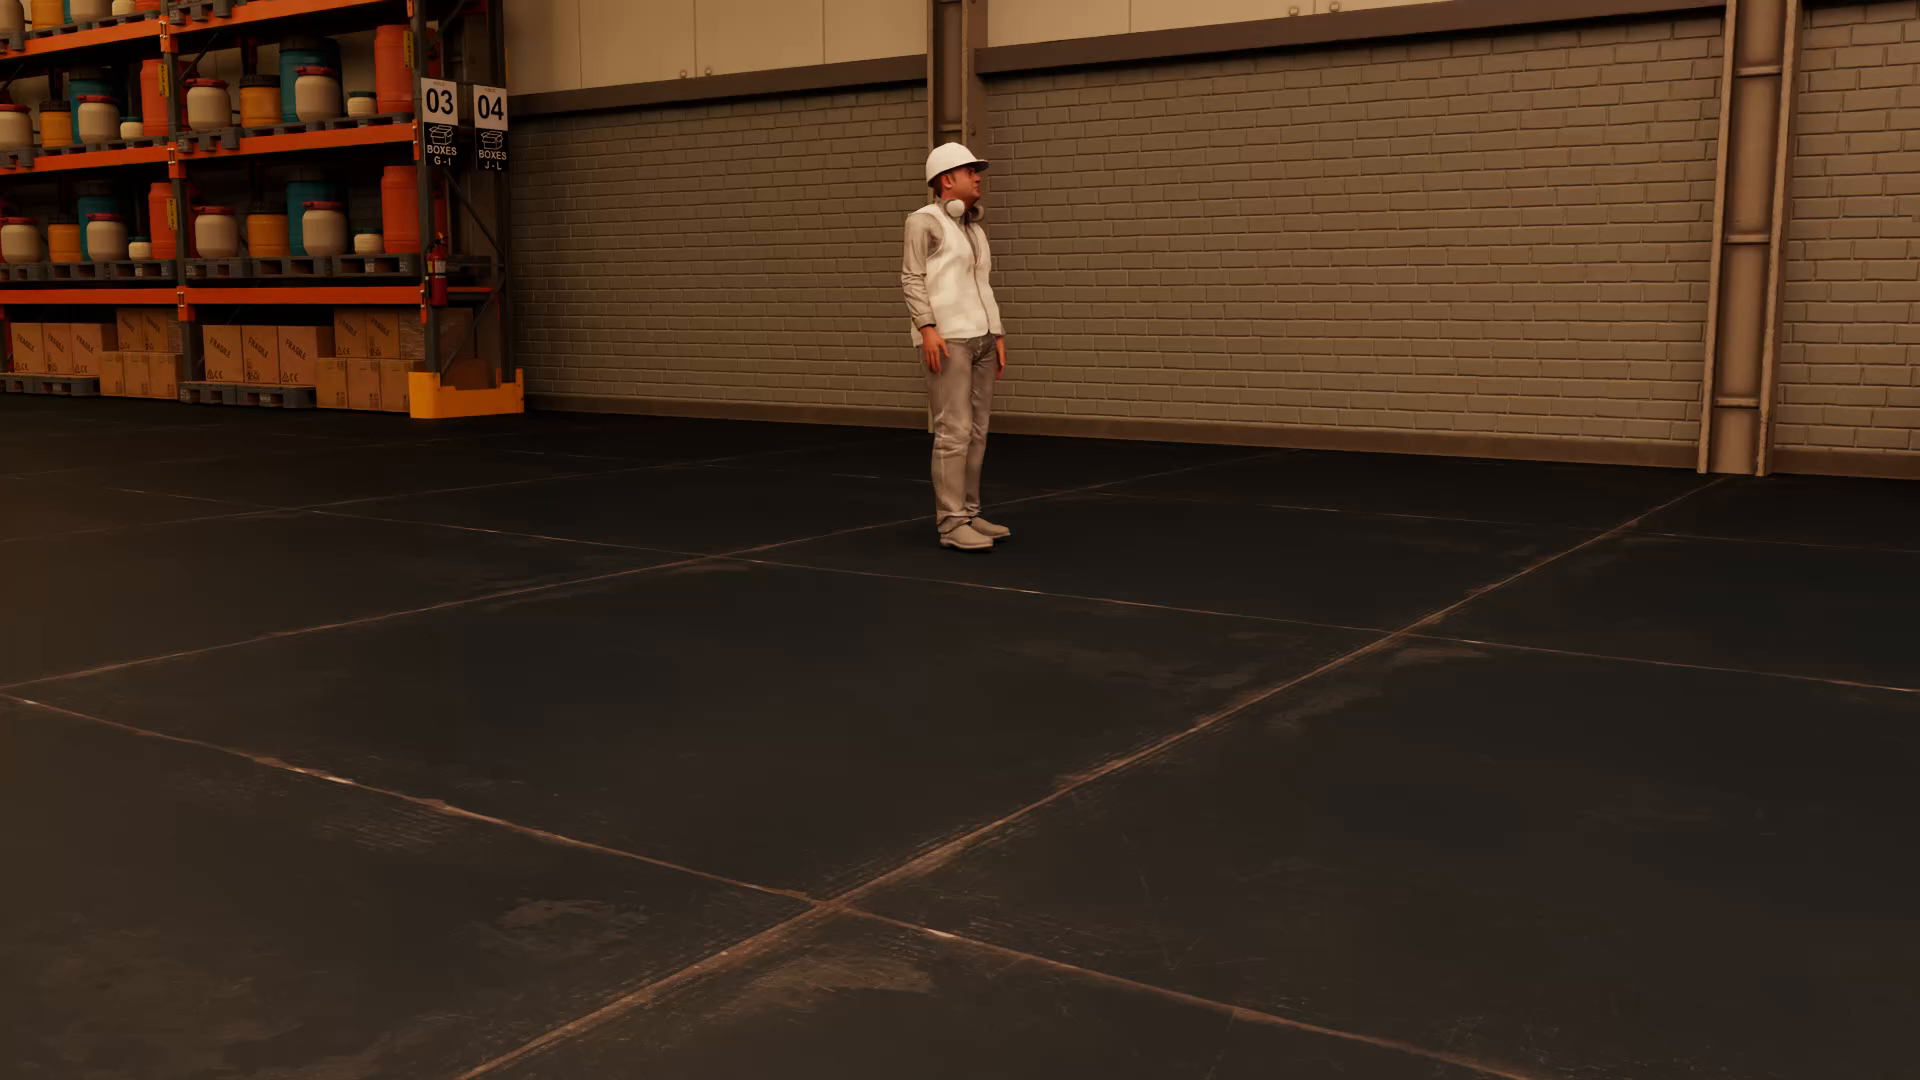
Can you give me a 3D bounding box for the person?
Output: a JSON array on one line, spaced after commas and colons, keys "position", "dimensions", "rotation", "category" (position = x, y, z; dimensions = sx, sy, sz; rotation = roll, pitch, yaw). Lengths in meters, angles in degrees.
[{"position": [0.047, -0.880, 7.437], "dimensions": [0.568, 1.773, 0.632], "rotation": [5, 10, 34], "category": "person"}]
